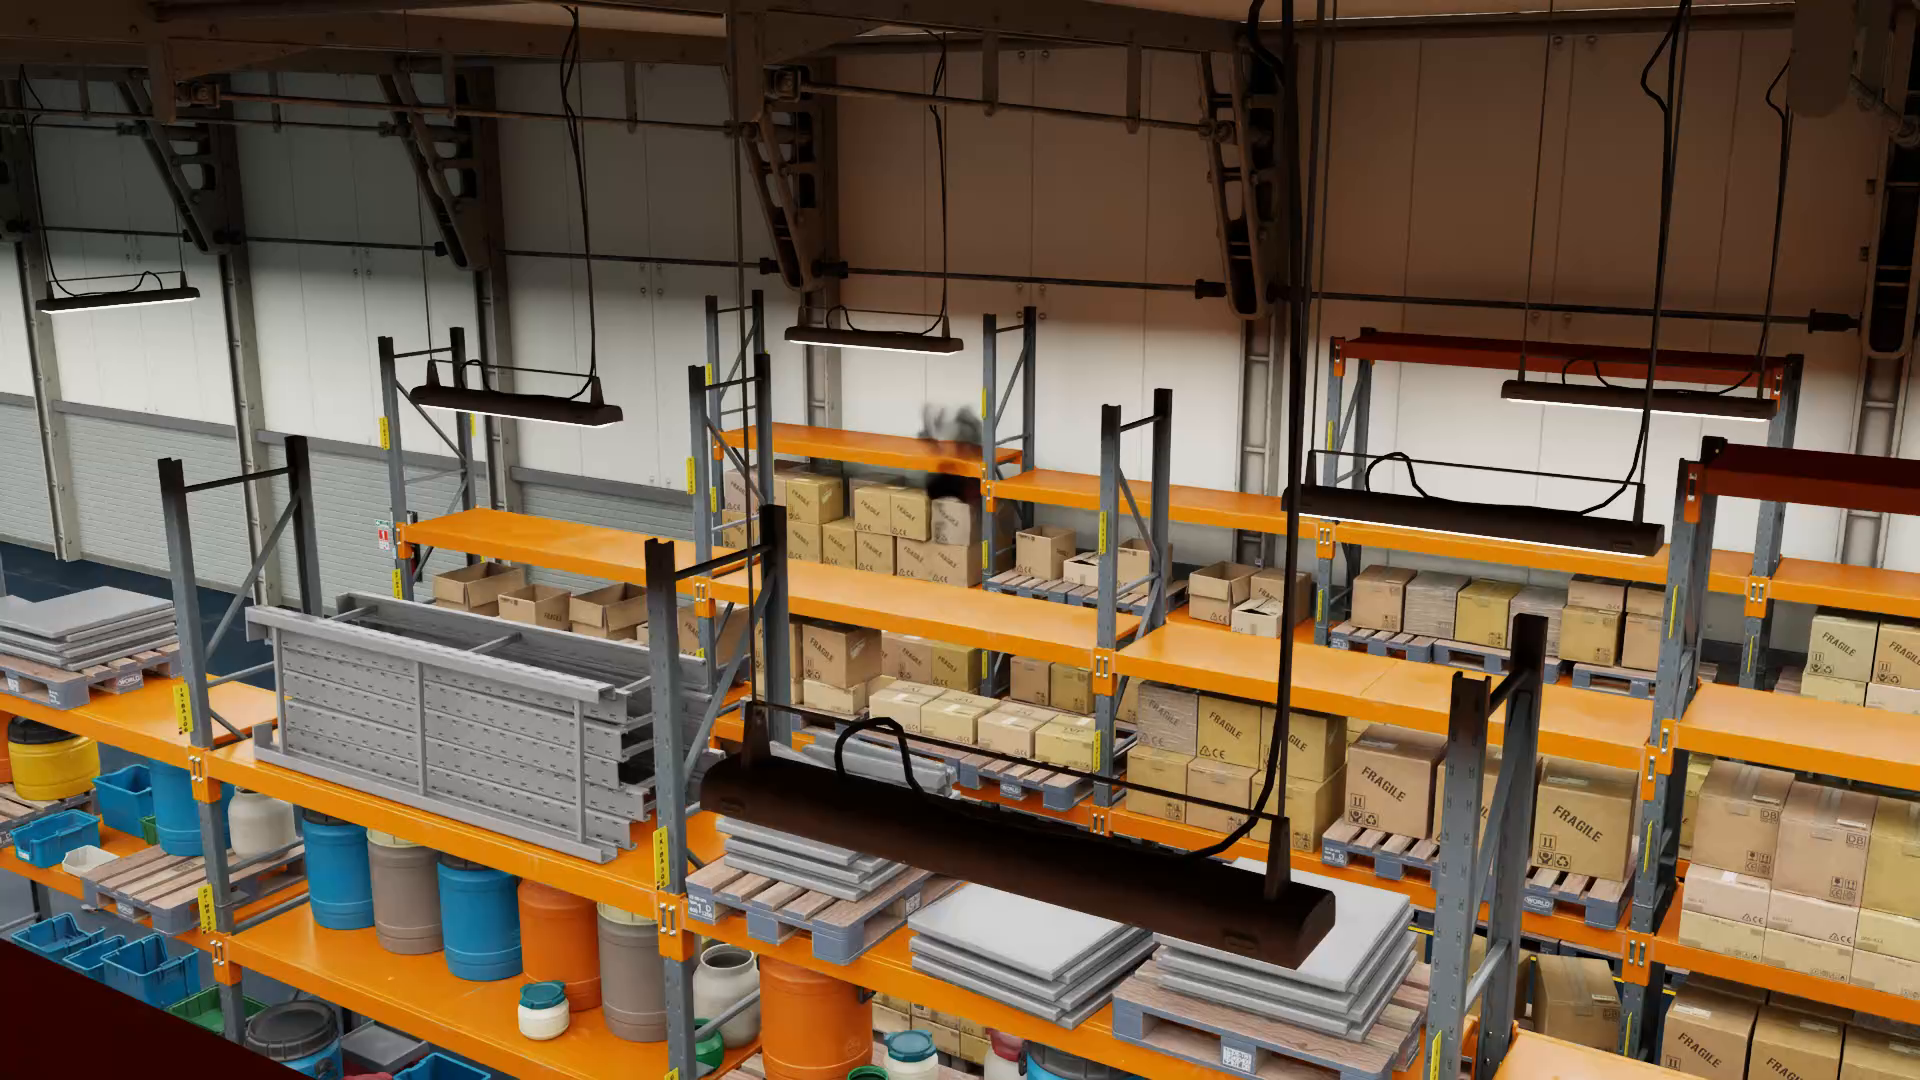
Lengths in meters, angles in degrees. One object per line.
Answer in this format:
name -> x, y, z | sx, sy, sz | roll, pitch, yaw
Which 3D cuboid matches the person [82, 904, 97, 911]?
person -> -9.207, 3.088, 17.272 | 0.562, 1.651, 0.601 | -9, 16, -31
